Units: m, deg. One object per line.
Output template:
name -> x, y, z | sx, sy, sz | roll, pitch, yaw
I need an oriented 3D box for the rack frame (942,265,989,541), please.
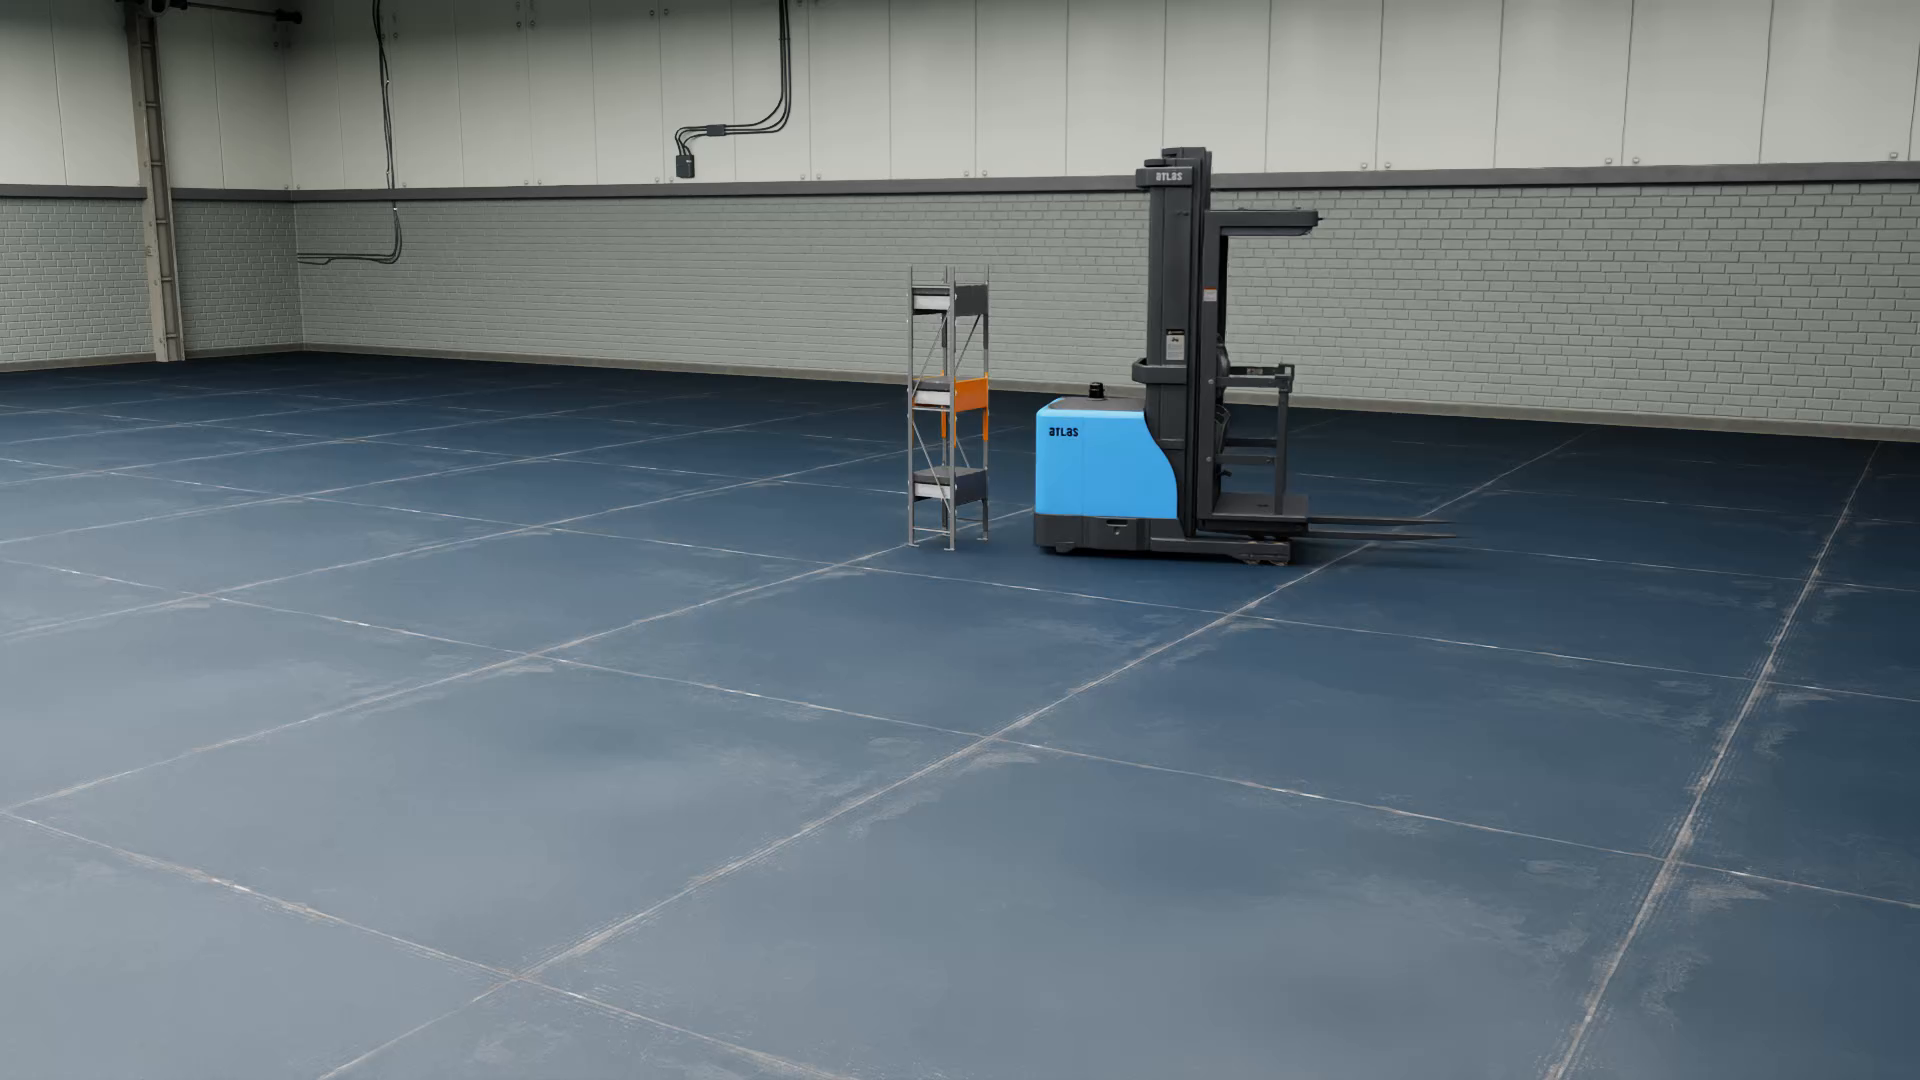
rack frame -> 0.041, -1.044, 12.741 | 0.400, 2.100, 0.015 | 6, 12, 31

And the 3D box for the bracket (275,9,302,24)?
bracket -> -12.667, -9.871, 31.361 | 0.235, 0.232, 0.430 | 6, 12, 31

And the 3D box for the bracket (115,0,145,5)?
bracket -> -14.328, -9.368, 28.672 | 0.235, 0.232, 0.430 | 6, 12, 31

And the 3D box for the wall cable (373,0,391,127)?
wall cable -> -9.445, -8.733, 29.774 | 3.097, 2.526, 0.112 | 6, 12, 31

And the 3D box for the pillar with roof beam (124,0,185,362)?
pillar with roof beam -> -10.737, -7.287, 27.337 | 9.100, 9.000, 0.548 | 6, 12, 31

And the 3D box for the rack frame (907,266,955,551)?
rack frame -> -0.213, -0.968, 12.331 | 0.400, 2.100, 0.015 | 6, 12, 31

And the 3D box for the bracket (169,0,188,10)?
bracket -> -13.898, -9.499, 29.370 | 0.235, 0.232, 0.430 | 6, 12, 31

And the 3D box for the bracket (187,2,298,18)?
bracket -> -12.974, -9.778, 30.864 | 0.076, 0.066, 3.189 | 6, 12, 31

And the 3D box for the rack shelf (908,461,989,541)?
rack shelf -> -0.086, -0.305, 12.668 | 0.431, 0.518, 0.480 | 6, 12, 31

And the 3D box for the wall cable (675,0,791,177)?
wall cable -> -3.651, -8.797, 26.163 | 2.305, 6.003, 0.169 | 6, 12, 31

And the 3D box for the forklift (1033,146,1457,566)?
forklift -> 2.115, -1.364, 12.188 | 3.031, 2.935, 1.130 | 2, 11, 12

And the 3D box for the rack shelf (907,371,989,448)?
rack shelf -> -0.086, -0.993, 12.539 | 0.431, 0.518, 0.480 | 6, 12, 31

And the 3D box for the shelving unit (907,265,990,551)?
shelving unit -> -0.086, -1.006, 12.536 | 0.431, 2.100, 0.503 | 6, 12, 31

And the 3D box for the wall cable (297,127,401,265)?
wall cable -> -11.757, -6.509, 31.619 | 3.097, 2.526, 0.112 | 6, 12, 31

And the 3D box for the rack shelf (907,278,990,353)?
rack shelf -> -0.086, -1.681, 12.410 | 0.431, 0.518, 0.480 | 6, 12, 31
